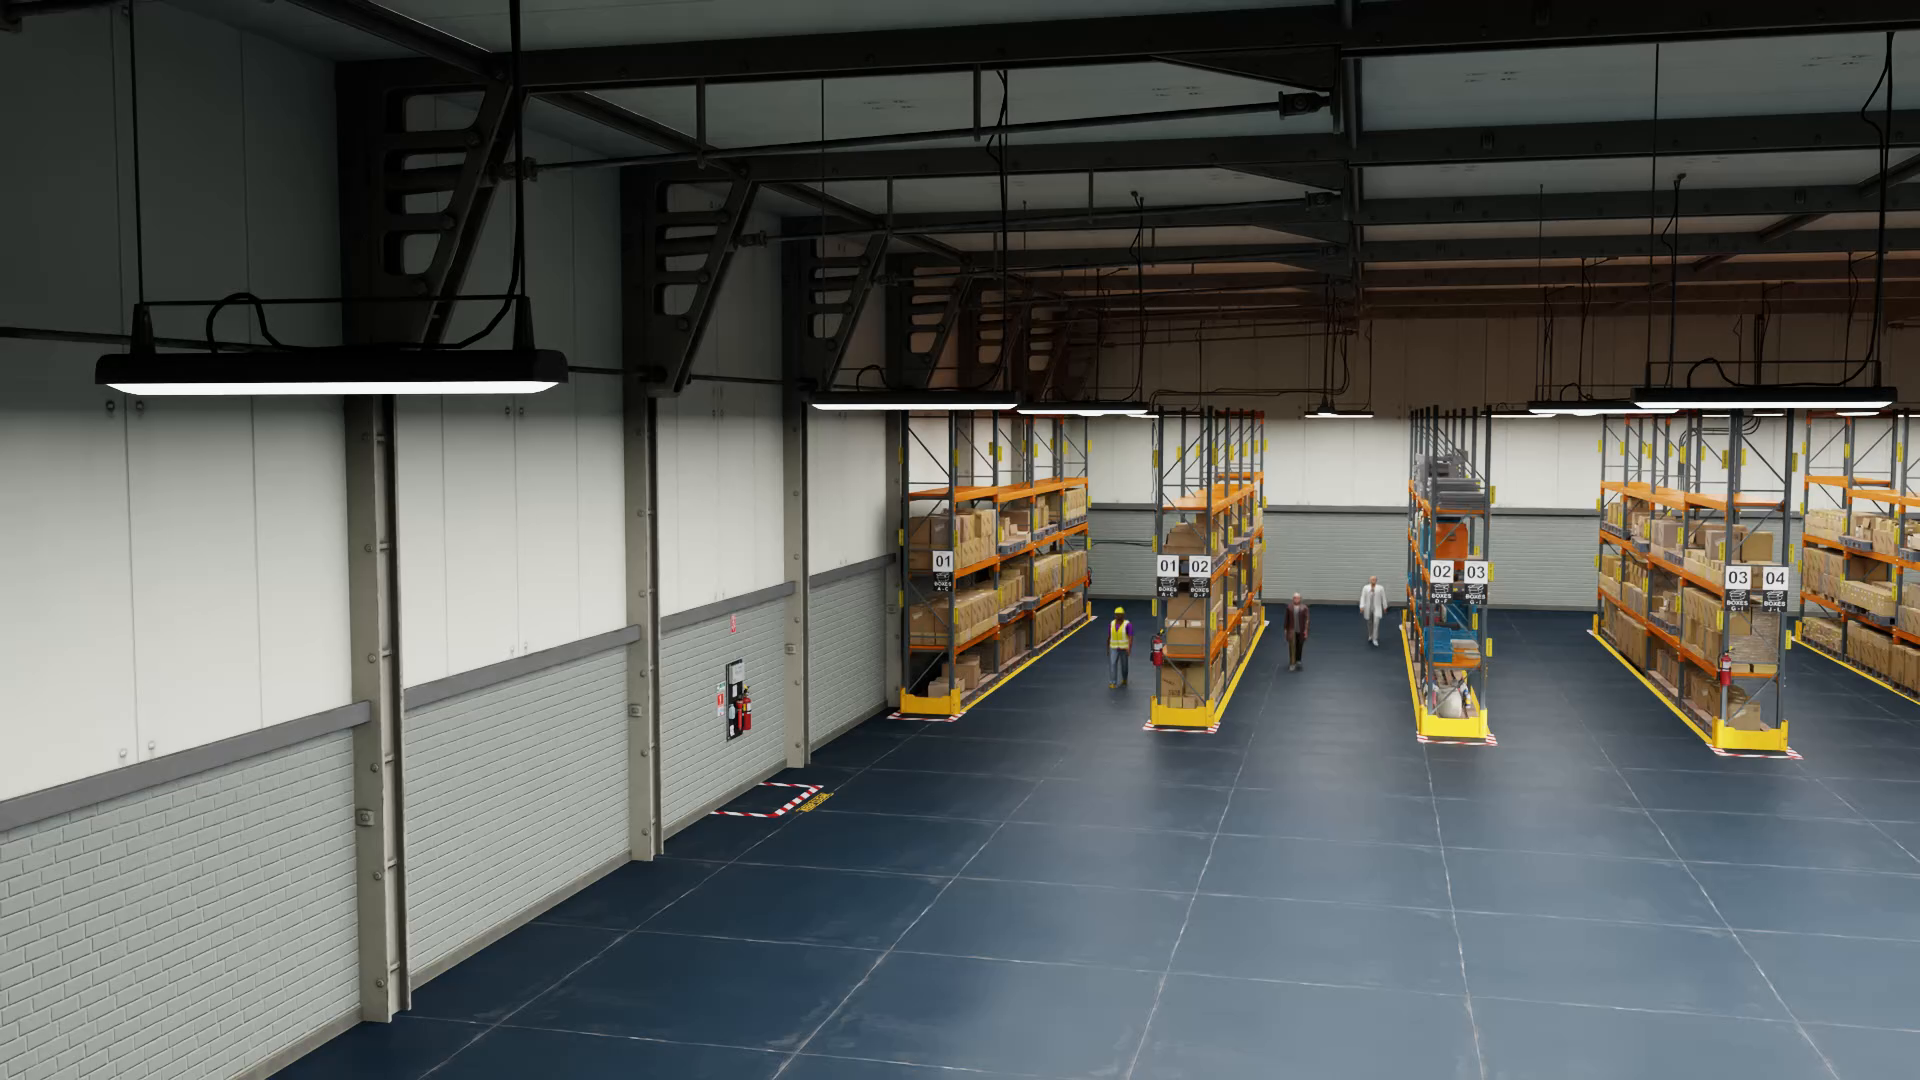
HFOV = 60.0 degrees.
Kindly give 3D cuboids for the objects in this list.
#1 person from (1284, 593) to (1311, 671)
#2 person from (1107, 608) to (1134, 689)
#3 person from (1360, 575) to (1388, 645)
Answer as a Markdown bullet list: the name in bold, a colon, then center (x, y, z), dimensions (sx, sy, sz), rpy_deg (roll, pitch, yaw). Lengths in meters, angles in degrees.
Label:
- **person**: center (7.773, 2.088, 38.285), dimensions (0.565, 1.728, 1.100), rpy_deg (0, 4, 5)
- **person**: center (3.405, 2.306, 35.531), dimensions (0.603, 1.707, 1.085), rpy_deg (1, 4, 14)
- **person**: center (10.616, 1.772, 42.702), dimensions (0.663, 1.728, 1.101), rpy_deg (2, 4, 23)
